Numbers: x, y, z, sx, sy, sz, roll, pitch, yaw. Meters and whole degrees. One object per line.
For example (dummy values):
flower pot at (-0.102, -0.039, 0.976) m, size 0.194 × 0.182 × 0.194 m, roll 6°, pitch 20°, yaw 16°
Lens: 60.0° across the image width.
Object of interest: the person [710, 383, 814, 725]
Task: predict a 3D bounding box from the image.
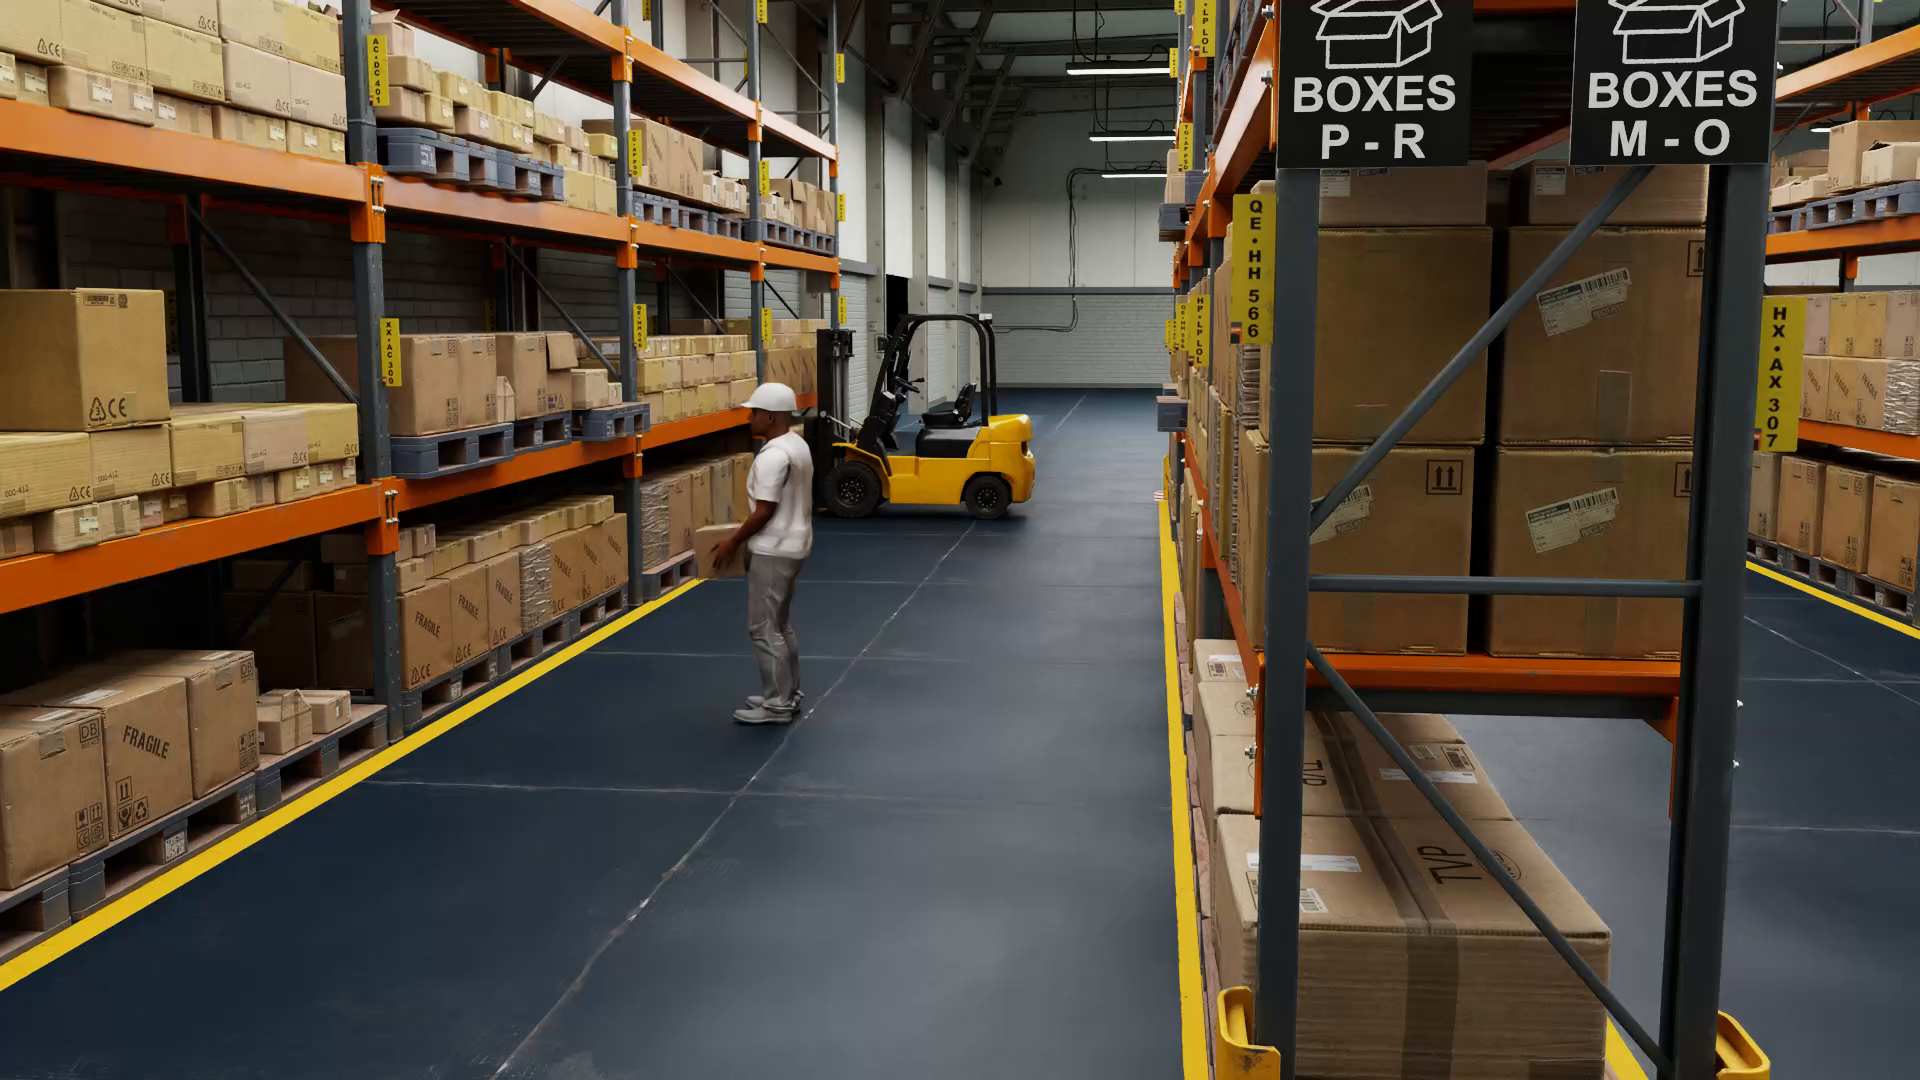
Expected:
person at (-1.026, 0.065, 8.707) m, size 0.509 × 1.768 × 0.562 m, roll 1°, pitch 8°, yaw 6°
